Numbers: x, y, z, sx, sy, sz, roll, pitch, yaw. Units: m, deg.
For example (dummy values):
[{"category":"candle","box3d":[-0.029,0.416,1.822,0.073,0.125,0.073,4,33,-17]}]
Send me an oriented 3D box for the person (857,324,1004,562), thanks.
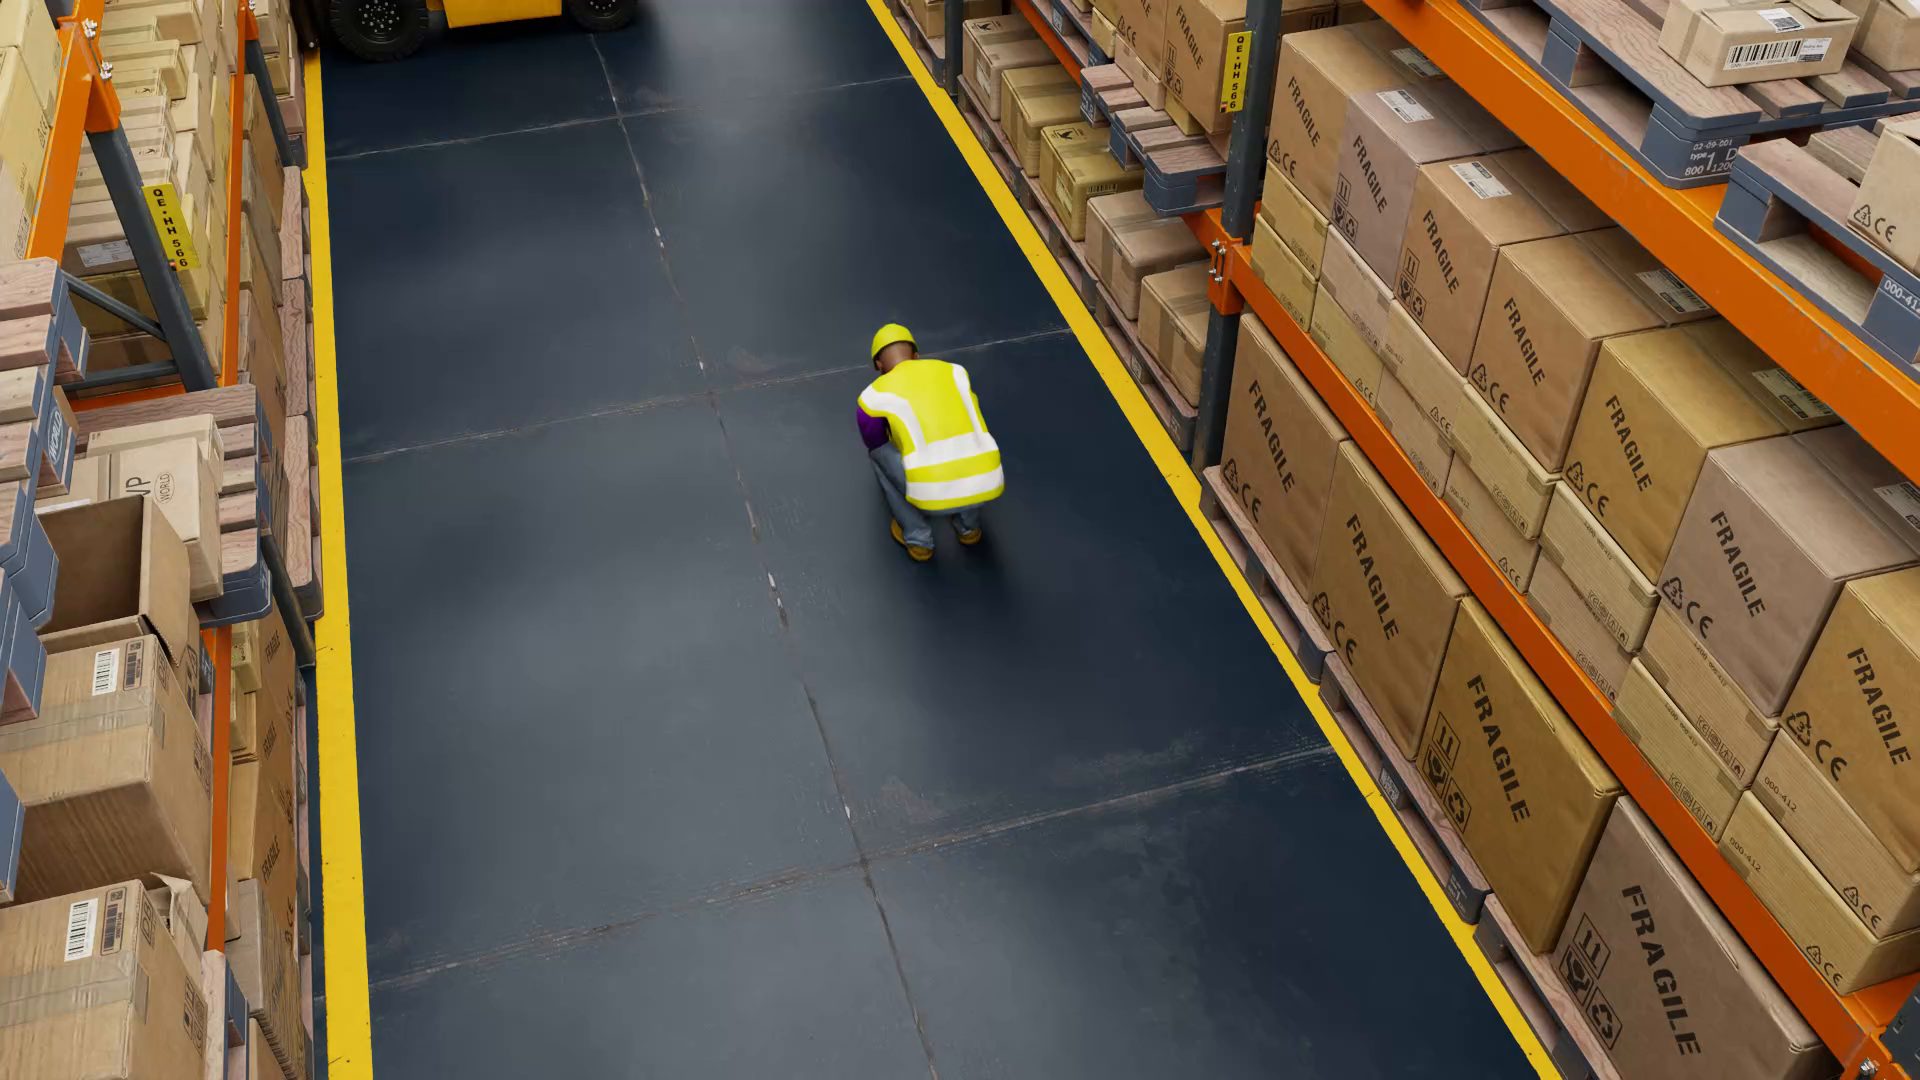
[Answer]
[{"category":"person","box3d":[-0.160,-0.382,7.349,0.534,0.889,0.933,-12,43,-13]}]
